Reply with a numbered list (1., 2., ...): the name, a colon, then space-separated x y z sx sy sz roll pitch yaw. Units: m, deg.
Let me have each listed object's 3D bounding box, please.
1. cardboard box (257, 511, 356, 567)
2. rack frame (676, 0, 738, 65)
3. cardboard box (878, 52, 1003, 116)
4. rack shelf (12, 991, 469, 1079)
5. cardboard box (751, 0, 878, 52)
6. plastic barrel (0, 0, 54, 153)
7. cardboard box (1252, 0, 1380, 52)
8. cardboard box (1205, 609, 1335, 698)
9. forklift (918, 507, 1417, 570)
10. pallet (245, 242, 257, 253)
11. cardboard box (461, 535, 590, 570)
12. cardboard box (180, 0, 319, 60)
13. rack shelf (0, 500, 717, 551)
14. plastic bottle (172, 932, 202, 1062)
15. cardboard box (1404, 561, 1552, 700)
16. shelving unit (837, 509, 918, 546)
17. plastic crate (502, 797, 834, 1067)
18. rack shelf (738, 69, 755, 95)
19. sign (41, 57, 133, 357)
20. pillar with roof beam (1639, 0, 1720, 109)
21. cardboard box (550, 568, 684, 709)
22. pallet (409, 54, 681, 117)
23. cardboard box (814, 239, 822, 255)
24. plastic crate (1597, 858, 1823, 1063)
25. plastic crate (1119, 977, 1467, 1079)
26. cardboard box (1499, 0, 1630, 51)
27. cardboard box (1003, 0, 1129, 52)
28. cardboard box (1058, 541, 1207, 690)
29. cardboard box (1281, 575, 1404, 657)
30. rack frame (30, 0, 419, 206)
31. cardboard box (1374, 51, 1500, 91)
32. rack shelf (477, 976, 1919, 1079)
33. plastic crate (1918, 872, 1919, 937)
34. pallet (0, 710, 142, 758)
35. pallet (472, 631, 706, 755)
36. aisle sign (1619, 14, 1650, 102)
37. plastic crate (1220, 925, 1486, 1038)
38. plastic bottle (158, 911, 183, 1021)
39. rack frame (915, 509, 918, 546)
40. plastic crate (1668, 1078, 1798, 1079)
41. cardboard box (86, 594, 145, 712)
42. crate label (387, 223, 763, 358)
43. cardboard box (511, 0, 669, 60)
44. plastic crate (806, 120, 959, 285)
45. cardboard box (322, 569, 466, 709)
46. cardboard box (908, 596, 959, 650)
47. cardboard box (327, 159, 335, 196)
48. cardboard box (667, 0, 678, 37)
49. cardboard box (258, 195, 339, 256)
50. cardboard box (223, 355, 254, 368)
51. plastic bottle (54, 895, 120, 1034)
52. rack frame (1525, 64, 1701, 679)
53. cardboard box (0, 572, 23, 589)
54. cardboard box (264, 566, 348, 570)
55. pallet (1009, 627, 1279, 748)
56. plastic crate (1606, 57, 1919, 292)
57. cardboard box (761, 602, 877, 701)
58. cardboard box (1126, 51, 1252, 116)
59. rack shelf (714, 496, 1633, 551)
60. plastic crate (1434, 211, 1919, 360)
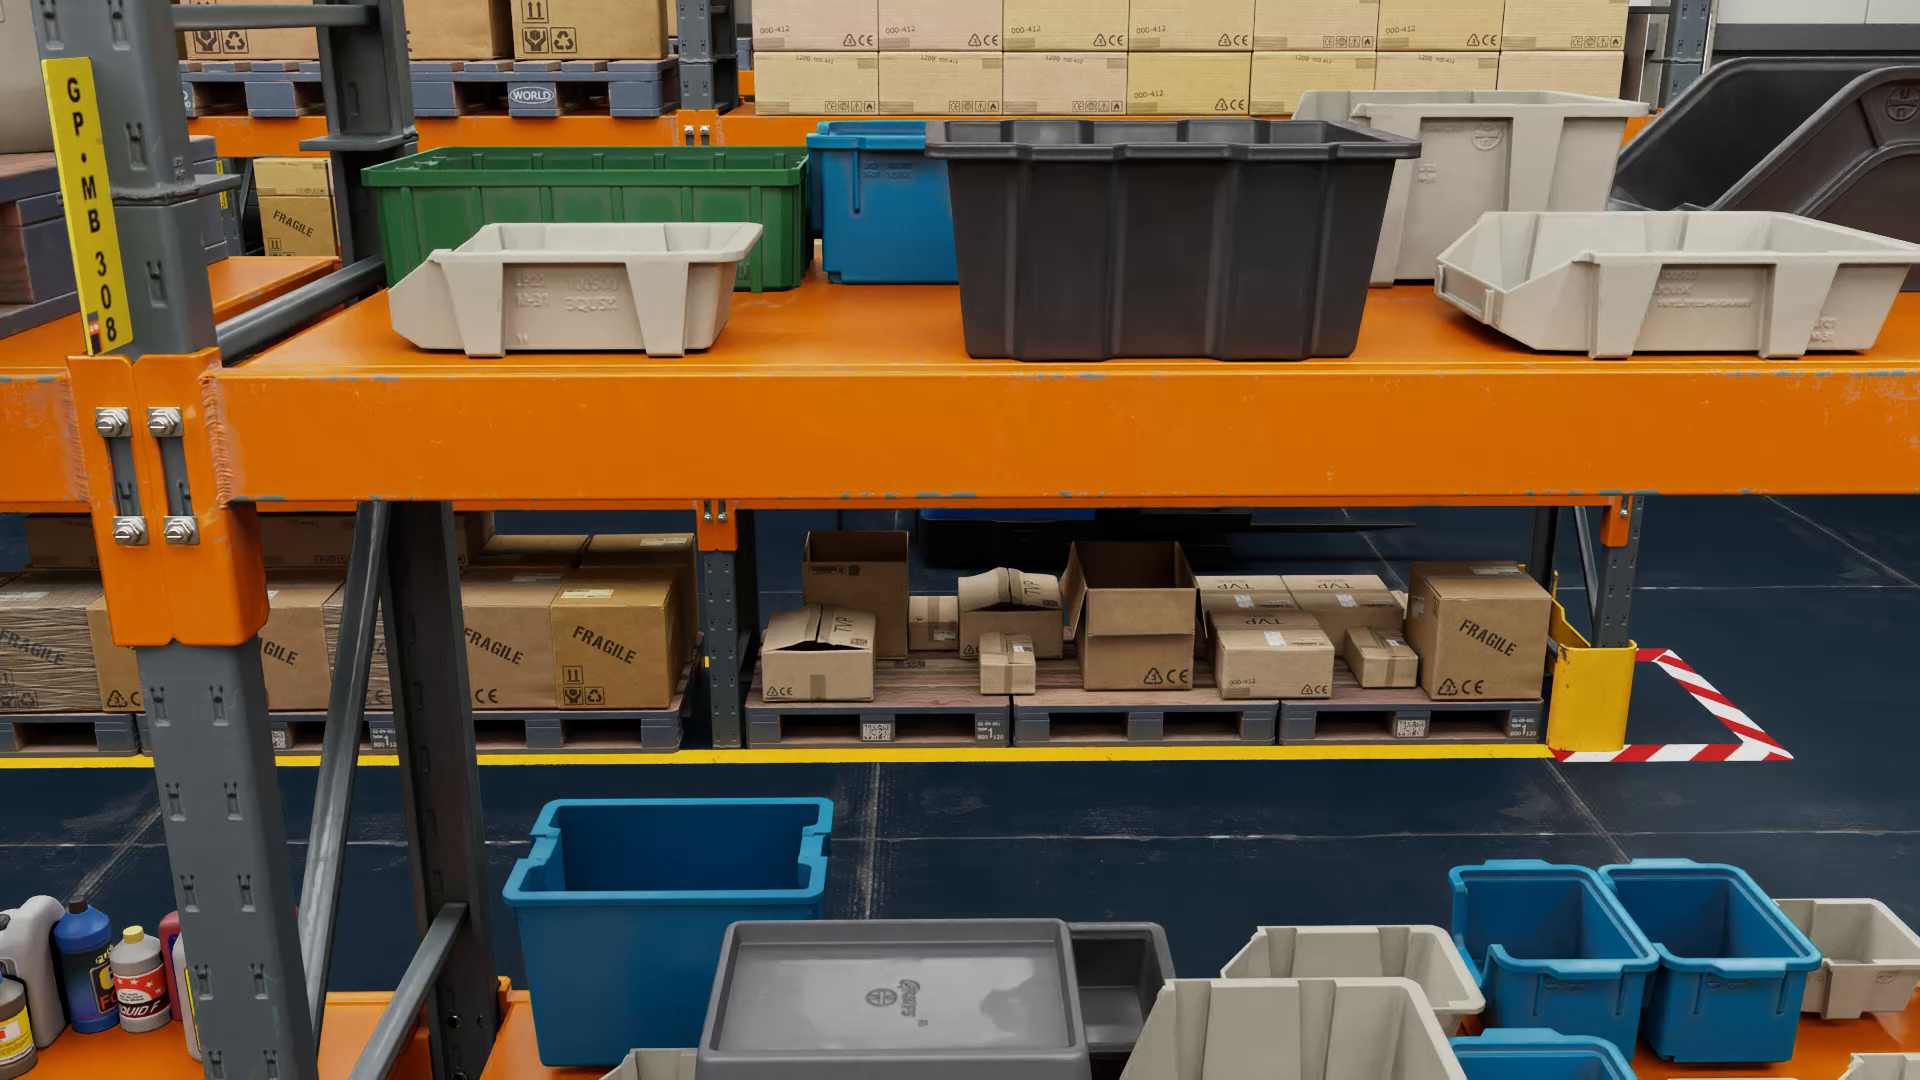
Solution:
1. cardboard box: -3.060 -0.067 7.991 0.500 0.250 0.500 -1 18 -2
2. rack frame: -1.071 -3.483 6.673 0.127 3.000 1.000 0 18 -1
3. cardboard box: -0.081 -1.911 6.929 0.500 0.250 0.500 0 18 -1
4. rack shelf: -2.996 1.239 2.953 4.000 0.370 1.077 0 18 -1
5. cardboard box: -0.581 -2.148 6.848 0.500 0.250 0.500 0 18 -1
6. plastic barrel: -1.526 -0.880 2.561 0.433 0.535 0.433 0 18 0
7. cardboard box: 1.419 -2.156 6.876 0.500 0.250 0.500 0 18 -1
8. cardboard box: 1.439 0.527 7.774 0.500 0.250 0.500 0 18 -1
9. forklift: 1.263 -1.378 10.046 3.031 2.935 1.130 0 18 0
10. pallet: -5.863 -1.993 12.163 1.003 0.211 1.213 0 18 -1
11. cardboard box: -2.091 0.288 8.110 0.500 0.500 0.500 0 18 0
12. cardboard box: -2.909 -2.363 7.076 0.600 0.600 0.600 -1 18 -3
13. rack shelf: -3.070 -0.274 7.669 4.000 0.370 1.077 0 18 -1
14. plastic bottle: -1.394 0.813 3.183 0.185 0.351 0.144 0 18 -1
15. cardboard box: 2.389 0.413 7.721 0.500 0.500 0.500 0 18 -1
16. shelving unit: -0.516 -0.573 10.371 0.503 1.200 0.258 0 18 0
17. plastic crate: -0.535 0.759 3.198 0.575 0.384 0.392 0 18 -1
18. rack shelf: -3.152 -3.215 11.927 4.000 0.370 1.077 0 18 -1
19. sign: -0.989 -0.378 1.890 0.005 0.325 0.100 0 18 -1
20. pillar with roof beam: 5.601 -3.978 8.215 0.400 9.000 9.100 0 18 -1
21. cardboard box: -1.560 0.444 7.624 0.500 0.500 0.500 0 18 -1
22. pallet: -1.724 -1.983 7.217 1.003 0.211 1.213 0 18 -1
23. cardboard box: -0.595 -1.066 7.160 0.500 0.500 0.500 0 18 1
24. plastic crate: 1.435 0.825 3.240 0.300 0.233 0.416 0 18 -1
25. plastic crate: 0.533 0.963 2.730 0.530 0.282 0.437 0 18 -1
26. cardboard box: 2.419 -2.160 6.887 0.500 0.250 0.500 0 18 -1
27. cardboard box: 0.420 -2.150 6.854 0.500 0.250 0.500 0 18 -1
28. cardboard box: 0.808 0.342 7.937 0.637 0.503 0.797 0 18 -1
29. cardboard box: 1.881 0.373 8.257 0.500 0.250 0.500 0 18 -1
30. rack frame: -0.996 -1.970 1.957 0.127 3.000 1.000 0 18 -1
31. cardboard box: 1.919 -1.920 6.958 0.500 0.250 0.500 0 18 -1
32. rack shelf: 1.004 1.219 3.013 4.000 0.370 1.077 0 18 -1
33. plastic crate: 2.093 0.822 3.250 0.300 0.233 0.416 0 18 -1
34. pallet: -4.323 0.729 7.930 1.213 0.211 1.003 0 18 -1
35. pallet: -1.883 0.717 7.967 1.213 0.211 1.003 0 18 -1
36. aisle sign: 2.992 -1.973 7.533 0.004 0.787 0.394 0 18 -1
37. plastic crate: 0.740 0.883 3.217 0.466 0.136 0.293 0 18 -1
38. plastic bottle: -1.503 0.814 3.290 0.133 0.283 0.061 0 18 -1
39. rack frame: -0.272 -0.573 10.370 0.015 1.200 0.240 0 18 0
40. plastic crate: 1.327 1.036 2.740 0.250 0.136 0.298 0 18 -1
41. cardboard box: -3.586 0.454 7.594 0.500 0.500 0.500 -1 18 -2
42. crate label: -0.502 -0.330 2.188 0.466 0.136 0.293 0 18 -1
43. cardboard box: -1.575 -2.370 7.099 0.600 0.600 0.600 -2 18 -6
44. plastic crate: -0.091 -0.564 2.758 0.300 0.233 0.416 0 18 -1
45. cardboard box: -2.555 0.446 7.617 0.500 0.500 0.500 0 18 0
46. cardboard box: -0.131 0.412 8.299 0.250 0.149 0.380 0 18 -1
47. cardboard box: -4.157 -2.602 11.837 0.500 0.250 0.500 -1 18 -2
48. cardboard box: -2.034 -3.854 11.856 0.500 0.500 0.700 -1 18 -4
49. cardboard box: -4.662 -2.243 11.945 0.500 0.500 0.500 0 18 1
50. cardboard box: -3.525 -0.838 7.398 0.500 0.500 0.700 3 18 10
51. plastic bottle: -1.715 0.827 3.271 0.097 0.271 0.097 0 18 0
52. rack frame: 2.929 -0.646 7.649 0.127 3.000 1.000 0 18 -1
53. cardboard box: -4.611 0.459 7.578 0.500 0.500 0.500 0 18 1
54. cardboard box: -3.097 0.291 8.103 0.500 0.500 0.500 -1 18 -3
55. pallet: 0.839 0.692 8.046 1.213 0.211 1.003 0 18 -1
56. plastic crate: 1.471 -0.608 2.723 0.767 0.338 0.504 0 18 -1
57. cardboard box: -0.648 0.509 7.733 0.500 0.311 0.500 0 18 -1
58. cardboard box: 0.919 -1.917 6.946 0.500 0.250 0.500 0 18 -1
59. rack shelf: 0.929 -0.293 7.729 4.000 0.370 1.077 0 18 -1
60. plastic crate: 0.941 -0.350 2.248 0.530 0.136 0.437 0 18 -1
